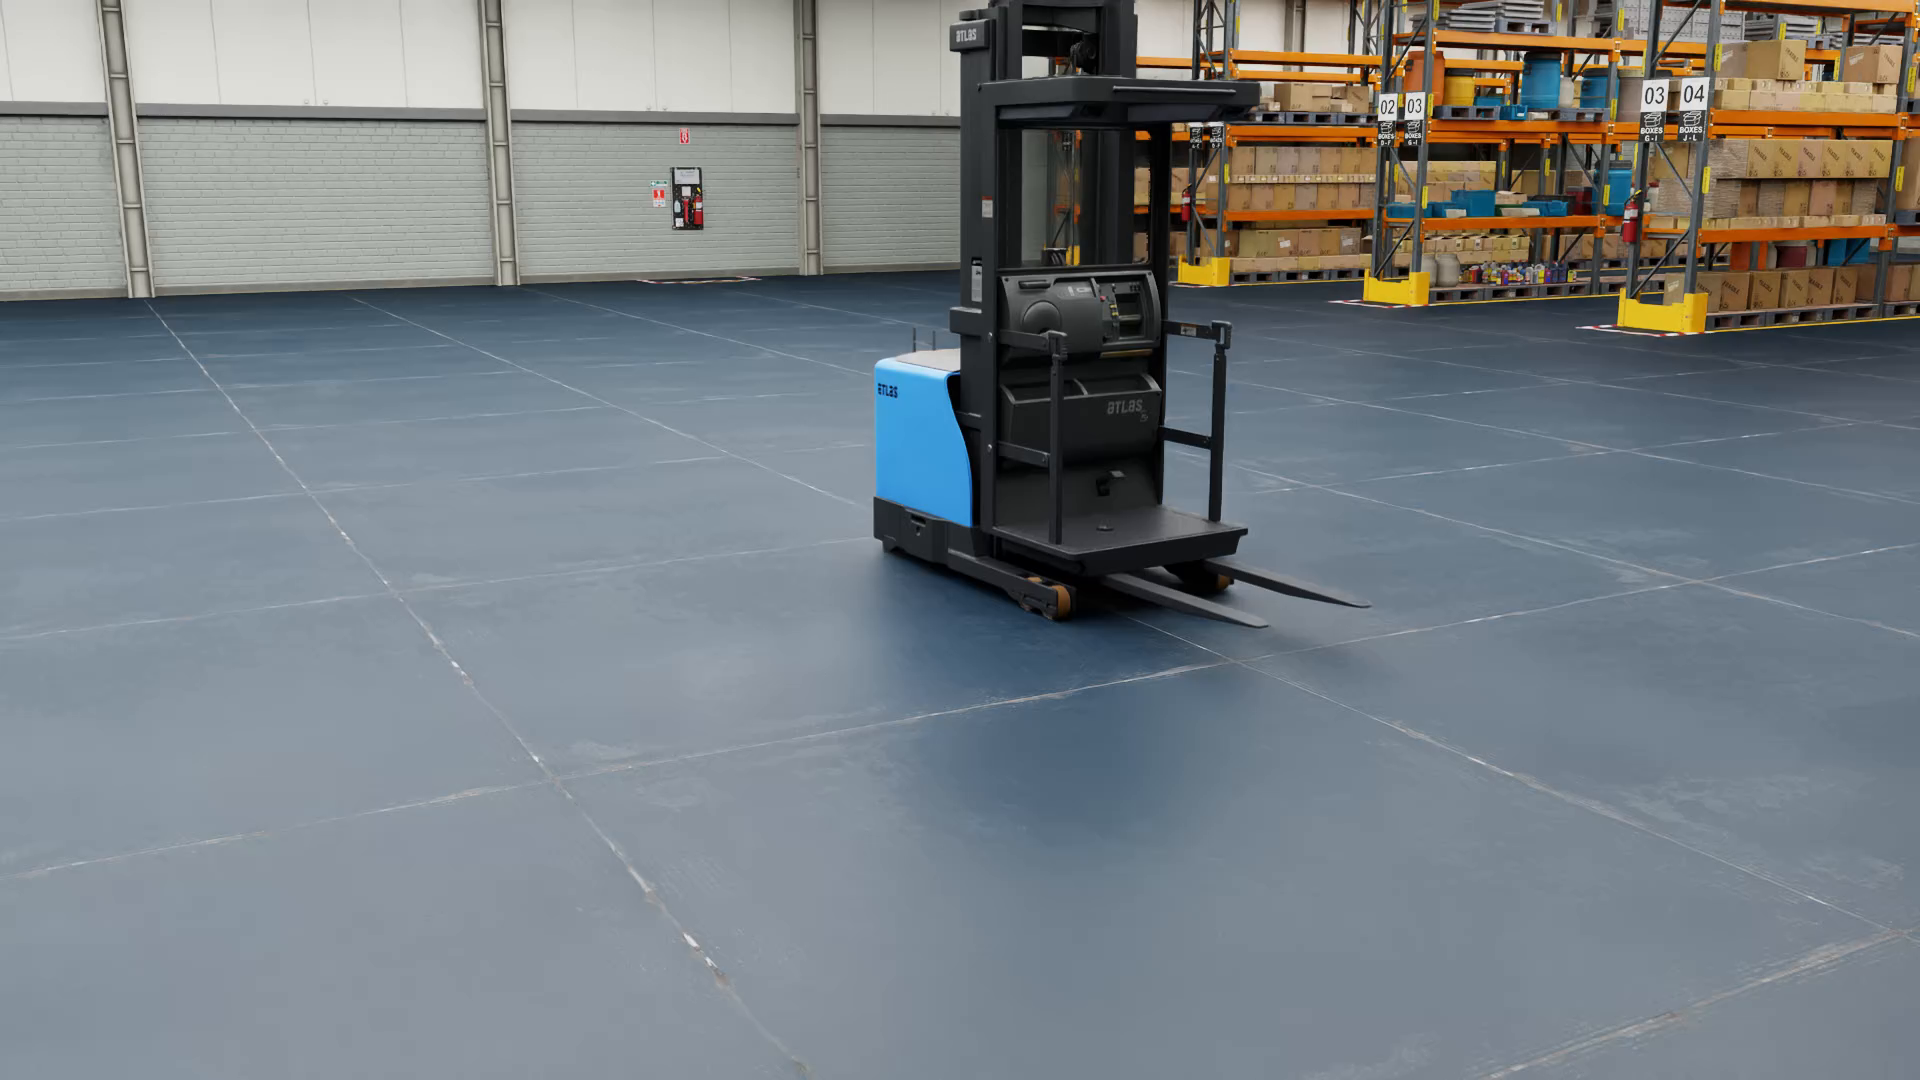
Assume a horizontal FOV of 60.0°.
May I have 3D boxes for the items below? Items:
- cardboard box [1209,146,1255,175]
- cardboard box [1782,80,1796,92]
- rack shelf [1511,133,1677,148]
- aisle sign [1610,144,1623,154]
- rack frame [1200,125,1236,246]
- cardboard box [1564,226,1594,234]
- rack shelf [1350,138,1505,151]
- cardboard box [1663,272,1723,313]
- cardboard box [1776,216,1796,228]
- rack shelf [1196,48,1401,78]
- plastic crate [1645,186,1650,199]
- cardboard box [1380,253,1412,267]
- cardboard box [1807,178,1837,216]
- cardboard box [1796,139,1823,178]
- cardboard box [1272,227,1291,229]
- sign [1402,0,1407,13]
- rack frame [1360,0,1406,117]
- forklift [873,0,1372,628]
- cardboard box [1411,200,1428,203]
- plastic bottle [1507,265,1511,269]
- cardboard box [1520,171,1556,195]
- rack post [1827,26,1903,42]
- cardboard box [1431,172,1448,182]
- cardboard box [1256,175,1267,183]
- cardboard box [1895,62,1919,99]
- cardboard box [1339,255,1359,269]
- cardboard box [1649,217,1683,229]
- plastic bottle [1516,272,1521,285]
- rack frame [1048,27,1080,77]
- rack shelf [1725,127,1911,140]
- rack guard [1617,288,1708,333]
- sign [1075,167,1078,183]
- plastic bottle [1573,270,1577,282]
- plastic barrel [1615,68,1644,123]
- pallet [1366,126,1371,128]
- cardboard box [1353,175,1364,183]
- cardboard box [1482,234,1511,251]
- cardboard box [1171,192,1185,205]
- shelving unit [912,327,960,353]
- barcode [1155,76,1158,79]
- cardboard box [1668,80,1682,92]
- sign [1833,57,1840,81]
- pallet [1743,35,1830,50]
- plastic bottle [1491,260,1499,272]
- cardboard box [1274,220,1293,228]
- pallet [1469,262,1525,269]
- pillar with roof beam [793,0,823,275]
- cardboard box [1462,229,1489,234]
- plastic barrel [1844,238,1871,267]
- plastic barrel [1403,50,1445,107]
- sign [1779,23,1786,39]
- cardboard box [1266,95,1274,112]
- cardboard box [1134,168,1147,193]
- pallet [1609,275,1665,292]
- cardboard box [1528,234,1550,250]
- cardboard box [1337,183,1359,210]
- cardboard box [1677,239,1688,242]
[{"bbox_3d":[4.945,-6.904,30.272,0.500,0.500,0.700,-7,14,-28],"label":"cardboard box"},{"bbox_3d":[10.737,-5.960,21.861,0.250,0.149,0.380,-8,15,-30],"label":"cardboard box"},{"bbox_3d":[13.260,-8.334,34.617,4.000,0.370,1.077,-7,14,-28],"label":"rack shelf"},{"bbox_3d":[16.357,-10.025,41.404,0.004,0.787,0.394,-7,14,-28],"label":"aisle sign"},{"bbox_3d":[5.617,-7.545,36.303,0.127,3.000,1.000,-7,14,-28],"label":"rack frame"},{"bbox_3d":[13.157,-6.631,35.226,0.500,0.250,0.500,-7,15,-29],"label":"cardboard box"},{"bbox_3d":[10.884,-9.289,38.857,4.000,0.370,1.077,-7,14,-28],"label":"rack shelf"},{"bbox_3d":[9.783,-3.308,22.214,0.500,0.500,0.500,-4,13,-17],"label":"cardboard box"},{"bbox_3d":[10.954,-4.261,22.283,0.250,0.149,0.380,-7,14,-28],"label":"cardboard box"},{"bbox_3d":[6.239,-8.761,30.592,4.000,0.370,1.077,-7,14,-28],"label":"rack shelf"},{"bbox_3d":[12.310,-5.977,29.189,0.583,0.464,0.402,-7,14,-28],"label":"plastic crate"},{"bbox_3d":[8.467,-5.449,32.295,0.500,0.250,0.500,-7,15,-29],"label":"cardboard box"},{"bbox_3d":[11.466,-4.722,22.853,0.500,0.500,0.875,-7,14,-28],"label":"cardboard box"},{"bbox_3d":[11.156,-5.105,22.280,0.500,0.500,0.500,-7,14,-28],"label":"cardboard box"},{"bbox_3d":[6.121,-5.673,31.585,0.500,0.500,0.500,-7,14,-28],"label":"cardboard box"},{"bbox_3d":[8.238,-9.941,30.797,0.005,0.325,0.100,-7,14,-28],"label":"sign"},{"bbox_3d":[7.994,-9.518,31.404,0.127,3.000,1.000,-7,14,-28],"label":"rack frame"},{"bbox_3d":[0.726,-1.168,8.123,1.130,2.935,3.031,-8,15,-31],"label":"forklift"},{"bbox_3d":[8.870,-6.522,32.329,0.250,0.149,0.380,-7,14,-28],"label":"cardboard box"},{"bbox_3d":[9.180,-4.472,27.860,0.097,0.271,0.097,0,13,0],"label":"plastic bottle"},{"bbox_3d":[12.004,-7.353,34.266,0.700,0.500,0.500,11,17,41],"label":"cardboard box"},{"bbox_3d":[16.632,-9.285,30.542,0.954,0.300,0.937,-7,15,-29],"label":"rack post"},{"bbox_3d":[11.031,-8.333,38.853,0.500,0.500,0.500,-6,14,-26],"label":"cardboard box"},{"bbox_3d":[5.381,-6.589,30.351,0.250,0.149,0.380,-7,14,-28],"label":"cardboard box"},{"bbox_3d":[13.197,-6.430,23.326,0.637,0.503,0.797,-8,15,-31],"label":"cardboard box"},{"bbox_3d":[7.248,-5.313,31.689,0.500,0.250,0.500,-7,14,-28],"label":"cardboard box"},{"bbox_3d":[9.378,-4.208,22.046,0.250,0.149,0.380,-7,14,-28],"label":"cardboard box"},{"bbox_3d":[9.070,-4.252,27.042,0.097,0.201,0.097,0,13,0],"label":"plastic bottle"},{"bbox_3d":[2.106,-10.051,33.774,0.127,3.000,1.000,-7,14,-28],"label":"rack frame"},{"bbox_3d":[15.631,-7.379,30.374,4.000,0.370,1.077,-7,14,-28],"label":"rack shelf"},{"bbox_3d":[9.293,-3.049,22.018,0.348,0.500,1.175,-7,14,-28],"label":"rack guard"},{"bbox_3d":[2.366,-7.442,33.874,0.005,0.325,0.100,-7,14,-28],"label":"sign"},{"bbox_3d":[10.195,-4.387,27.642,0.097,0.201,0.097,0,13,0],"label":"plastic bottle"},{"bbox_3d":[11.281,-7.508,28.164,0.600,0.901,0.600,0,13,0],"label":"plastic barrel"},{"bbox_3d":[9.668,-9.415,38.211,1.003,0.211,1.213,-6,14,-25],"label":"pallet"},{"bbox_3d":[7.411,-6.832,31.432,0.250,0.149,0.380,-7,15,-30],"label":"cardboard box"},{"bbox_3d":[10.710,-5.990,33.423,0.500,0.311,0.500,-7,14,-29],"label":"cardboard box"},{"bbox_3d":[4.471,-7.267,35.362,0.500,0.250,0.500,-7,14,-28],"label":"cardboard box"},{"bbox_3d":[-0.002,-0.655,9.784,0.503,1.200,0.258,-8,15,-31],"label":"shelving unit"},{"bbox_3d":[4.191,-9.872,35.483,0.075,0.075,0.001,-7,14,-28],"label":"barcode"},{"bbox_3d":[9.321,-5.935,21.749,0.250,0.149,0.380,-7,14,-28],"label":"cardboard box"},{"bbox_3d":[12.468,-6.696,23.622,0.005,0.325,0.100,-7,14,-28],"label":"sign"},{"bbox_3d":[14.523,-8.766,29.406,1.003,0.211,1.213,-7,14,-28],"label":"pallet"},{"bbox_3d":[8.918,-4.489,27.753,0.185,0.351,0.144,-7,14,-28],"label":"plastic bottle"},{"bbox_3d":[7.095,-7.089,37.260,0.500,0.250,0.500,-7,15,-29],"label":"cardboard box"},{"bbox_3d":[10.764,-5.572,33.887,1.213,0.211,1.003,-7,14,-28],"label":"pallet"},{"bbox_3d":[-0.897,-8.830,28.351,0.400,9.000,9.100,-7,14,-28],"label":"pillar with roof beam"},{"bbox_3d":[12.131,-7.449,39.817,0.750,0.750,0.750,-7,14,-27],"label":"cardboard box"},{"bbox_3d":[16.900,-5.605,31.504,0.708,0.901,0.600,-7,14,-28],"label":"plastic barrel"},{"bbox_3d":[7.219,-7.168,25.863,0.708,0.830,0.600,-7,14,-28],"label":"plastic barrel"},{"bbox_3d":[14.145,-8.721,28.598,0.005,0.325,0.100,-7,14,-28],"label":"sign"},{"bbox_3d":[5.856,-8.093,30.836,0.500,0.311,0.500,-5,14,-21],"label":"cardboard box"},{"bbox_3d":[3.564,-7.522,34.789,0.500,0.500,0.500,-7,15,-30],"label":"cardboard box"},{"bbox_3d":[12.107,-4.495,29.100,1.213,0.211,1.003,-7,14,-28],"label":"pallet"},{"bbox_3d":[12.213,-6.150,34.797,0.500,0.500,0.500,-6,14,-26],"label":"cardboard box"},{"bbox_3d":[7.148,-6.535,31.587,0.500,0.500,0.700,-7,14,-28],"label":"cardboard box"},{"bbox_3d":[16.038,-6.529,36.909,0.500,0.311,0.500,-7,14,-28],"label":"cardboard box"}]
